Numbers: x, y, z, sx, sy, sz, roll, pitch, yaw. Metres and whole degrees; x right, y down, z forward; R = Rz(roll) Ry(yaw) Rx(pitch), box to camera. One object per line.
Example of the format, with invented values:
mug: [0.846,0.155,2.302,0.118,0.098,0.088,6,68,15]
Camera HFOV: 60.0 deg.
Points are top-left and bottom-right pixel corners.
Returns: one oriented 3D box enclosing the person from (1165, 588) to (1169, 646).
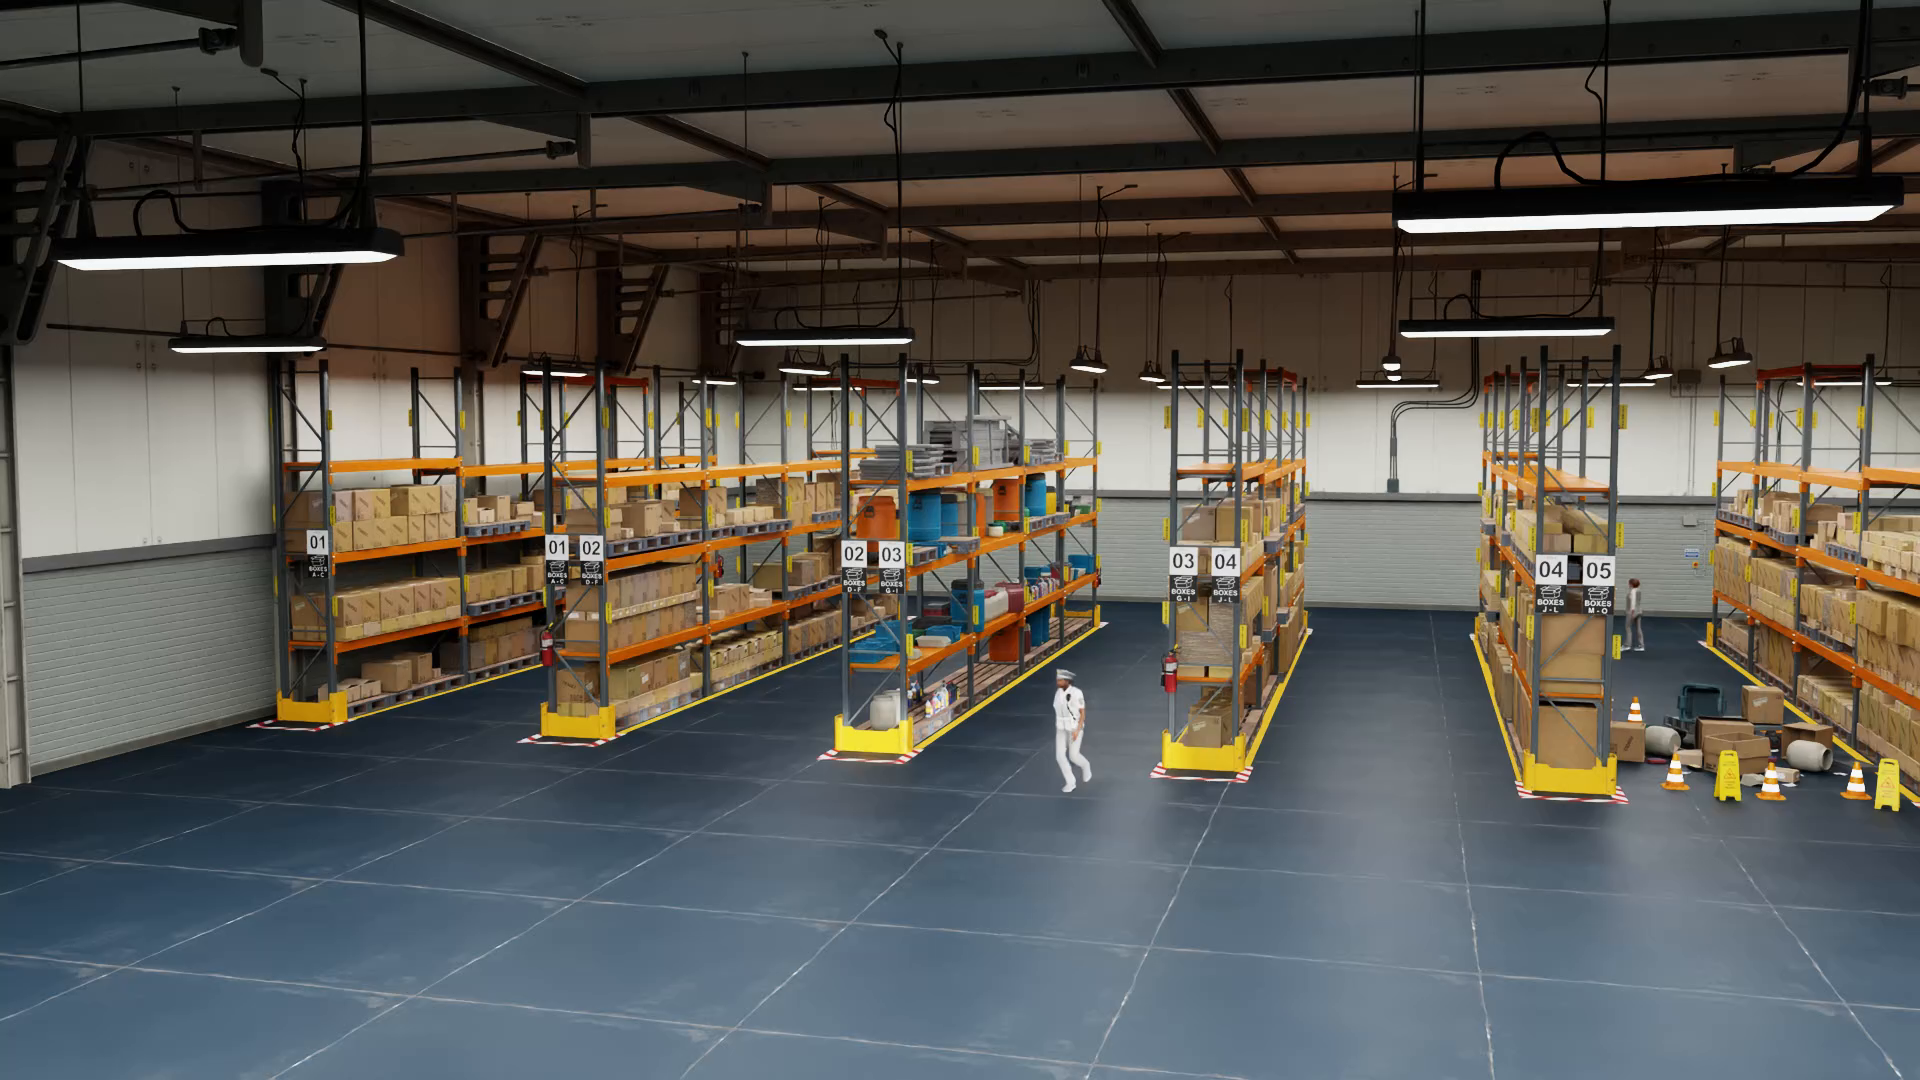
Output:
person: [4.840,1.473,36.811,0.579,1.764,0.448,-2,5,-28]

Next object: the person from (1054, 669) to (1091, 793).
person: [1.512,2.565,22.591,0.504,1.649,0.562,3,5,36]

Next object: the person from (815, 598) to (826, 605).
person: [-3.506,1.124,42.224,0.590,1.661,0.439,2,4,21]

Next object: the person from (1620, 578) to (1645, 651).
person: [14.600,1.613,36.078,0.462,1.602,0.625,-3,5,-38]
